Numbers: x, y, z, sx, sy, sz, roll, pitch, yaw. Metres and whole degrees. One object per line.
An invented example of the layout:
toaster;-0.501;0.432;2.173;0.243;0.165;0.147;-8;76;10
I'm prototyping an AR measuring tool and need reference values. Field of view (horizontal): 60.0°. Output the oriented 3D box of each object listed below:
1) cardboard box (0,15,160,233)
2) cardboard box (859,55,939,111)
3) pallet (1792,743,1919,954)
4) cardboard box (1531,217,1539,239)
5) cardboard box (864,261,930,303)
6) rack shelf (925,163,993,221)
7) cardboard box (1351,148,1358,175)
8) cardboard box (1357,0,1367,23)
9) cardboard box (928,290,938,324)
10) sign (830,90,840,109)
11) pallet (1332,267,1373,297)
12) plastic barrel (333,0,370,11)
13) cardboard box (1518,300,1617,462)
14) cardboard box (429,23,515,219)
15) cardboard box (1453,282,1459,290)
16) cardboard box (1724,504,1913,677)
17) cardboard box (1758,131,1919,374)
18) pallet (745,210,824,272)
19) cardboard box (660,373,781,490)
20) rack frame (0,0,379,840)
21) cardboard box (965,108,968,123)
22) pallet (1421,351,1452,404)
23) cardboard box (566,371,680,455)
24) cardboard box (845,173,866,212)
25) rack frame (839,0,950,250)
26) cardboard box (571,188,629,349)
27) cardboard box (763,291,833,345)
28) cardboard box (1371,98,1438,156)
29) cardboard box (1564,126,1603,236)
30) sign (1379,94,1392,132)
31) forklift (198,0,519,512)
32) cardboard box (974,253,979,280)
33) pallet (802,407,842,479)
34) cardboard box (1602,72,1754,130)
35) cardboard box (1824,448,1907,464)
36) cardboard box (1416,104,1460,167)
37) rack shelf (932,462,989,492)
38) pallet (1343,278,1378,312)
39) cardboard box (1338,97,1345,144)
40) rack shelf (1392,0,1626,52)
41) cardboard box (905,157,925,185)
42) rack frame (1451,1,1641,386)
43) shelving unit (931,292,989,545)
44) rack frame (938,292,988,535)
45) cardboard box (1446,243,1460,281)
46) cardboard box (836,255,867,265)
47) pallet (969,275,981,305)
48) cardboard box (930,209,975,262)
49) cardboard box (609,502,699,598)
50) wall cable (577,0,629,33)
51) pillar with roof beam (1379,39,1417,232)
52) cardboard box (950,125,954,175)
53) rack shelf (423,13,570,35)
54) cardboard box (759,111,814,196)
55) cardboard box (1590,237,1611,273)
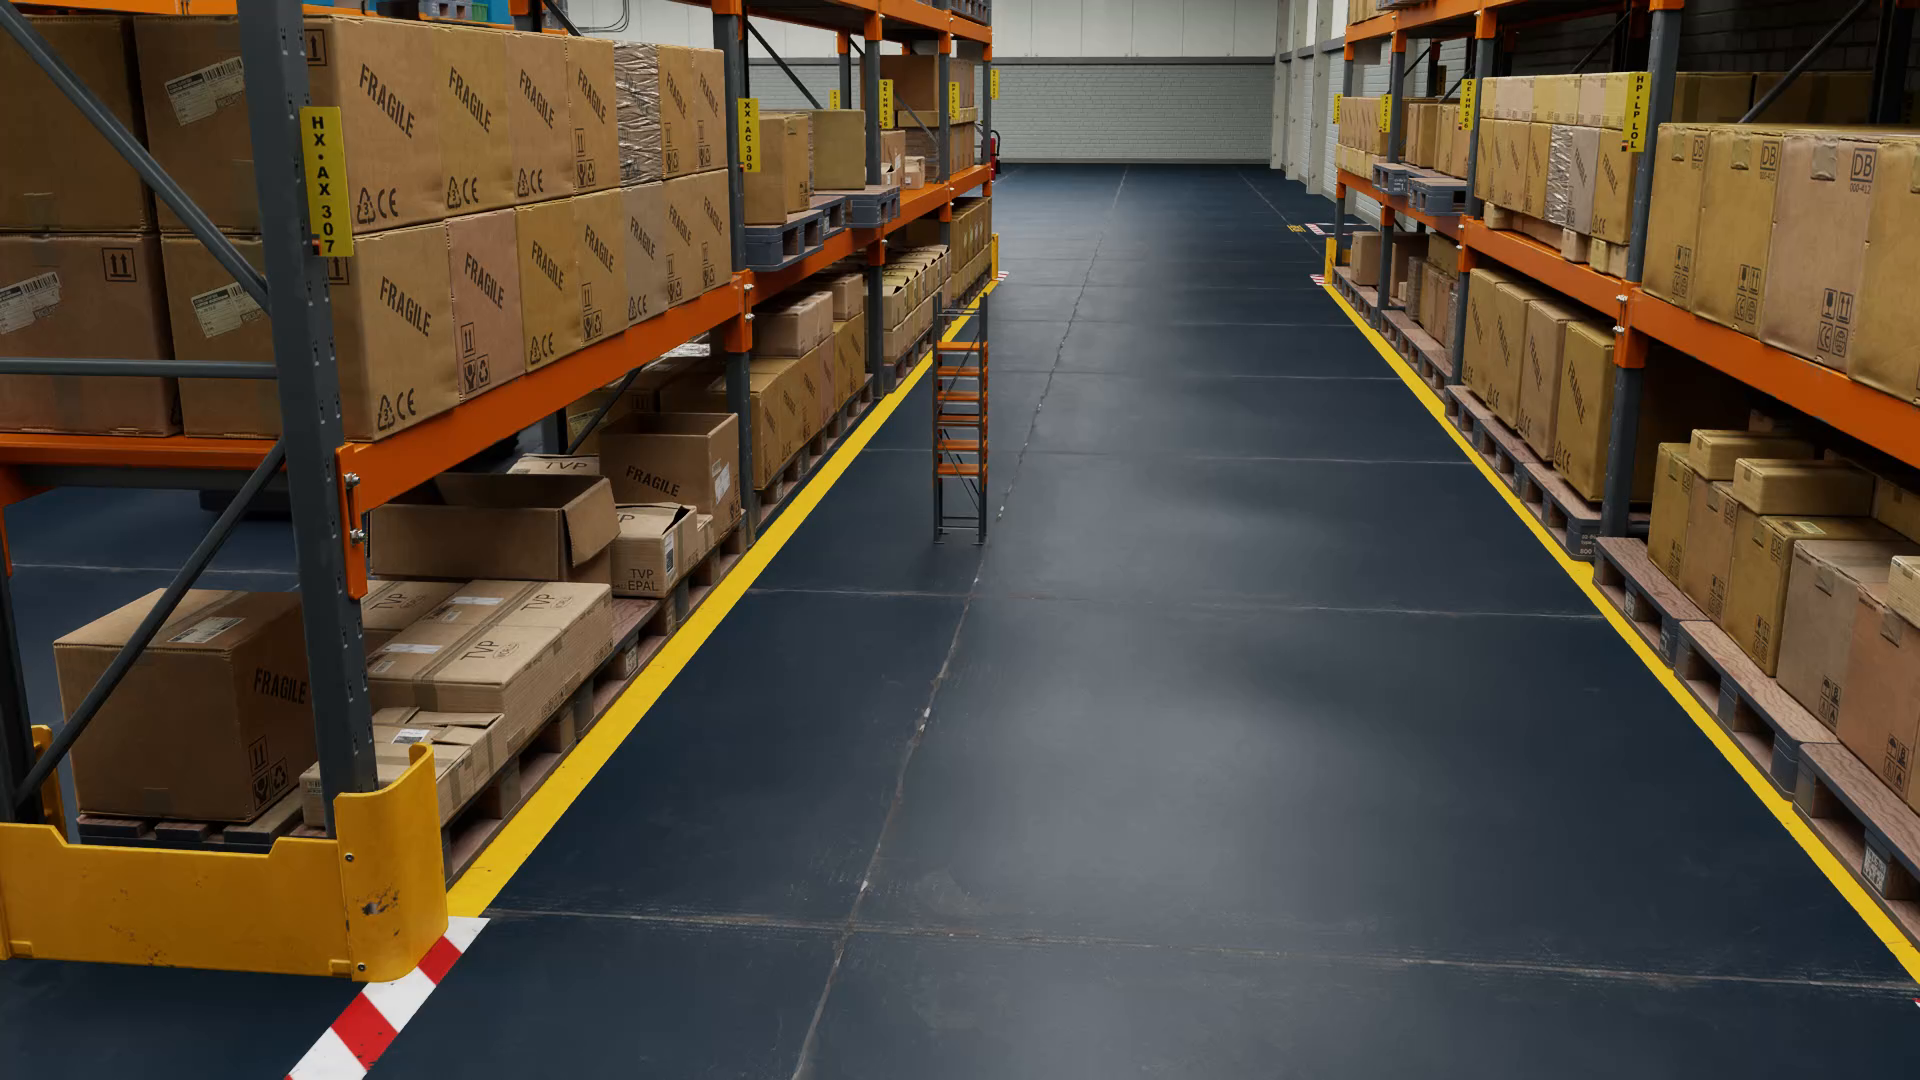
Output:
cardboard box;-2.174;-1.048;4.183;0.500;0.500;0.500;2;15;6
cardboard box;-0.553;-4.295;15.623;0.700;0.500;0.500;2;15;7
pallet;2.984;0.888;4.473;1.003;0.211;1.213;2;15;6
cardboard box;3.489;-1.798;9.509;0.380;0.149;0.250;2;15;7
cardboard box;-0.529;-2.143;13.731;0.500;0.311;0.500;2;15;6
rack shelf;-0.371;-3.677;17.392;1.077;0.370;4.000;2;15;6
cardboard box;4.239;-3.820;16.791;0.500;0.250;0.500;2;15;7
cardboard box;4.340;-5.551;16.970;0.500;0.500;0.500;2;15;9
cardboard box;-0.472;-2.001;14.278;0.500;0.250;0.500;2;15;8
sign;-1.149;-3.978;15.315;0.100;0.325;0.005;2;15;6
pallet;4.642;-2.822;18.196;1.003;0.211;1.213;2;15;6
plastic barrel;-5.434;-5.034;14.327;0.600;0.901;0.600;0;15;0
cardboard box;3.464;-0.854;8.886;0.750;0.750;0.750;2;15;8
cardboard box;-1.588;-1.167;4.625;0.500;0.500;0.500;2;15;7
cardboard box;4.077;-1.647;12.453;0.700;0.500;0.500;2;15;6
cardboard box;3.116;0.172;5.762;0.700;0.500;0.500;2;15;8
cardboard box;3.185;-0.912;5.214;0.980;0.700;0.700;1;15;4
pallet;-1.301;-1.542;8.486;1.003;0.211;1.213;2;15;6
cardboard box;-1.203;-0.555;8.412;0.500;0.500;0.500;1;15;4
rack frame;-1.951;-0.393;3.869;1.000;3.000;0.127;2;15;6
cardboard box;-0.116;-4.532;17.742;0.380;0.149;0.250;2;15;8
pallet;3.964;-1.180;12.120;1.003;0.211;1.213;2;15;6
cardboard box;-1.729;-0.573;8.479;0.500;0.500;0.500;2;15;6
cardboard box;-0.964;-2.518;11.899;0.500;0.311;0.500;3;15;10
rack frame;-0.597;-3.505;15.379;1.000;3.000;0.127;2;15;6
cardboard box;-1.468;-0.942;5.709;0.500;0.500;0.500;2;15;7
cardboard box;-1.034;-1.306;9.755;0.500;0.250;0.500;1;15;5
cardboard box;4.072;-3.791;15.250;0.500;0.500;0.500;2;15;6
cardboard box;3.272;-1.747;8.076;0.500;0.500;0.500;2;15;7
sign;3.786;-3.792;14.782;0.100;0.325;0.005;2;15;6
forklift;-3.278;-1.881;9.503;1.130;2.935;3.031;1;15;3
cardboard box;-0.070;-2.881;17.534;0.500;0.250;0.500;2;15;6
pallet;-1.310;-0.614;10.028;1.003;0.211;1.213;2;15;6
cardboard box;3.221;-1.978;7.494;0.500;0.250;0.500;2;15;8
cardboard box;3.364;-0.231;6.010;0.380;0.149;0.250;1;15;4
cardboard box;4.164;-3.345;13.753;0.700;0.500;0.500;3;15;12
rack shelf;0.002;-0.308;8.094;0.258;0.103;0.180;2;15;6
pallet;4.501;-2.507;17.029;1.003;0.211;1.213;2;15;6
cardboard box;4.424;-4.582;18.174;0.500;0.500;0.500;2;15;6
rack shelf;4.100;-3.943;12.627;1.077;0.370;4.000;2;15;6
cardboard box;-0.609;-3.304;14.922;0.500;0.250;0.500;3;15;10
rack frame;3.874;-2.323;11.007;1.000;3.000;0.127;2;15;6
shelving unit;0.002;-0.583;8.019;0.258;1.200;0.189;2;15;6
rack frame;0.012;-0.607;8.107;0.240;1.200;0.006;2;15;6
cardboard box;4.083;-2.159;12.908;0.500;0.250;0.500;2;15;6
cardboard box;-1.010;-2.288;14.265;0.500;0.311;0.500;1;15;4
pallet;-0.330;-2.682;17.675;1.003;0.211;1.213;2;15;6
cardboard box;-0.121;-3.113;16.956;0.500;0.500;0.500;2;15;6
cardboard box;-1.367;0.006;6.703;0.500;0.311;0.500;2;15;6
wall cable;-11.279;-17.879;50.526;2.305;6.003;0.169;2;15;6
pillar with roof beam;1.957;-8.770;23.355;9.100;9.000;0.400;2;15;6
cardboard box;-0.440;-3.936;16.780;0.700;0.500;0.500;2;15;7
rack shelf;-5.293;-5.272;17.543;1.077;0.370;4.000;2;15;6
cardboard box;-1.300;-2.321;10.002;0.700;0.500;0.500;5;16;17
cardboard box;3.185;-1.336;7.800;0.380;0.149;0.250;2;15;7
